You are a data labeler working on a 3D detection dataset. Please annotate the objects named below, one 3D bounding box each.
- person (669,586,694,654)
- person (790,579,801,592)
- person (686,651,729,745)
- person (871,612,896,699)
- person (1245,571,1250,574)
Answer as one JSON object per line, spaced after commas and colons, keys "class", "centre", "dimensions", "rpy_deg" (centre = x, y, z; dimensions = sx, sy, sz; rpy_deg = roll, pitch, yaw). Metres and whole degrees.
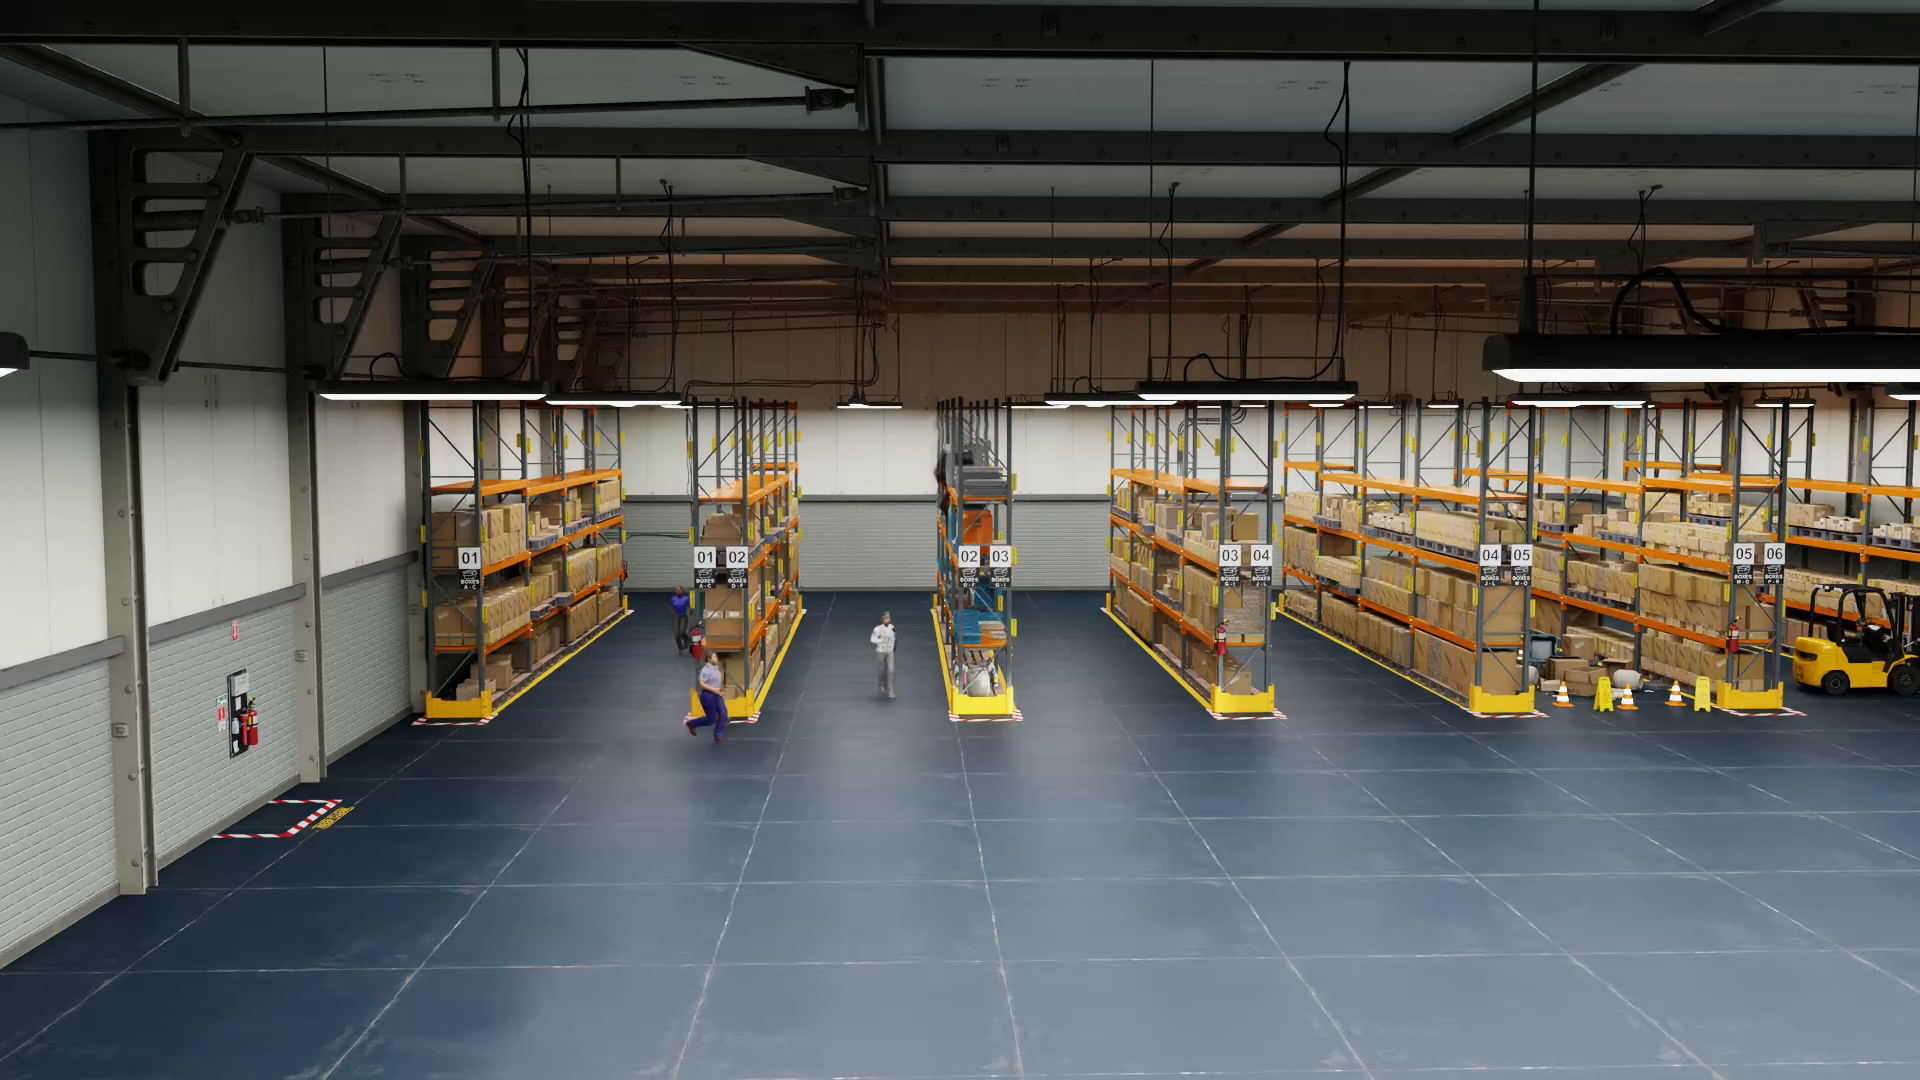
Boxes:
{"class": "person", "centre": [-6.609, 1.889, 39.287], "dimensions": [0.569, 1.617, 0.554], "rpy_deg": [0, 4, 3]}
{"class": "person", "centre": [-4.933, 1.155, 48.352], "dimensions": [0.598, 1.662, 0.592], "rpy_deg": [0, 4, 1]}
{"class": "person", "centre": [-4.338, 2.727, 28.668], "dimensions": [0.750, 1.645, 0.616], "rpy_deg": [1, 5, 16]}
{"class": "person", "centre": [-1.538, 2.297, 33.494], "dimensions": [0.577, 1.747, 0.801], "rpy_deg": [-2, 5, -19]}
{"class": "person", "centre": [7.817, 1.380, 46.087], "dimensions": [0.506, 1.638, 0.697], "rpy_deg": [0, 4, 1]}
